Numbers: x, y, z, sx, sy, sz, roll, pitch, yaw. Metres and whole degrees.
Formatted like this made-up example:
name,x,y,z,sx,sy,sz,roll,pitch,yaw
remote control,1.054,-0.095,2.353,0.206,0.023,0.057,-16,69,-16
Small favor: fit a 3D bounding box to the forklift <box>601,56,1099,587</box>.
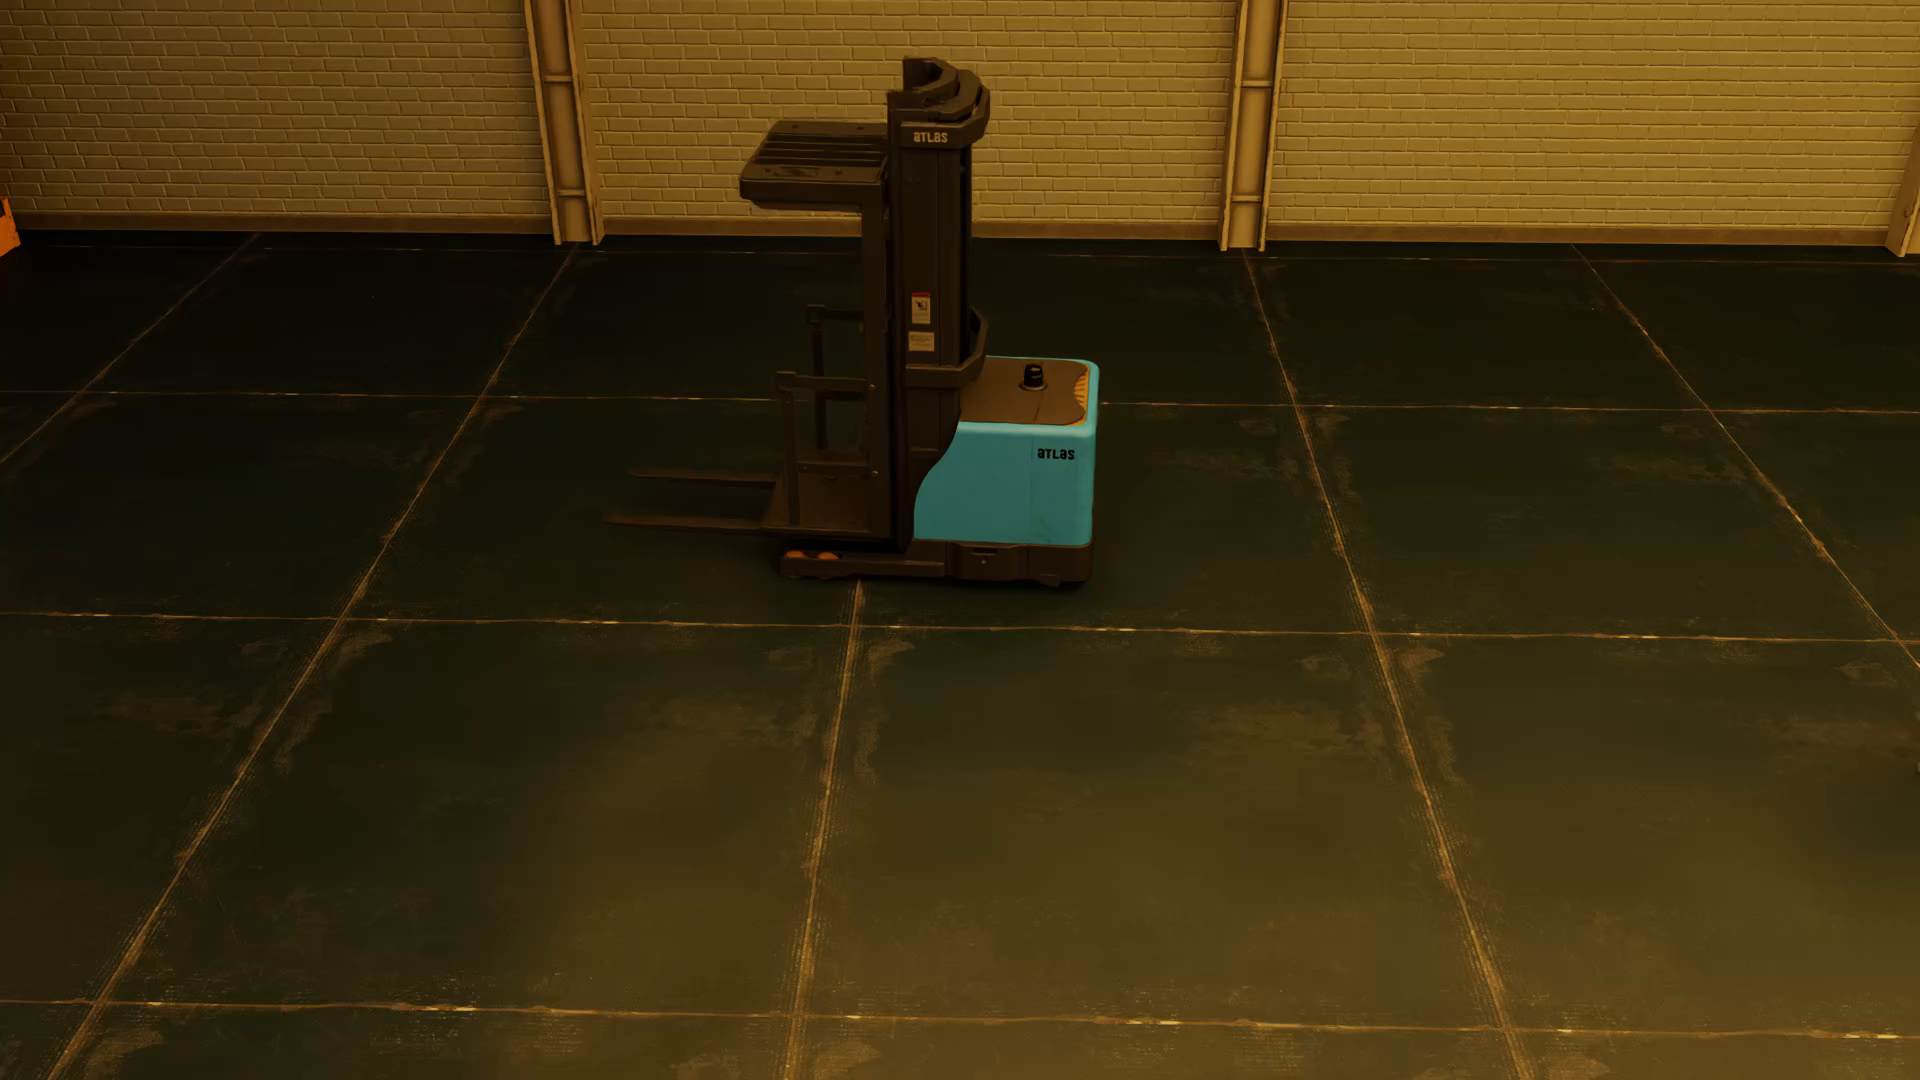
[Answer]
name,x,y,z,sx,sy,sz,roll,pitch,yaw
forklift,-0.677,-1.284,9.791,3.031,2.935,1.130,3,31,5
